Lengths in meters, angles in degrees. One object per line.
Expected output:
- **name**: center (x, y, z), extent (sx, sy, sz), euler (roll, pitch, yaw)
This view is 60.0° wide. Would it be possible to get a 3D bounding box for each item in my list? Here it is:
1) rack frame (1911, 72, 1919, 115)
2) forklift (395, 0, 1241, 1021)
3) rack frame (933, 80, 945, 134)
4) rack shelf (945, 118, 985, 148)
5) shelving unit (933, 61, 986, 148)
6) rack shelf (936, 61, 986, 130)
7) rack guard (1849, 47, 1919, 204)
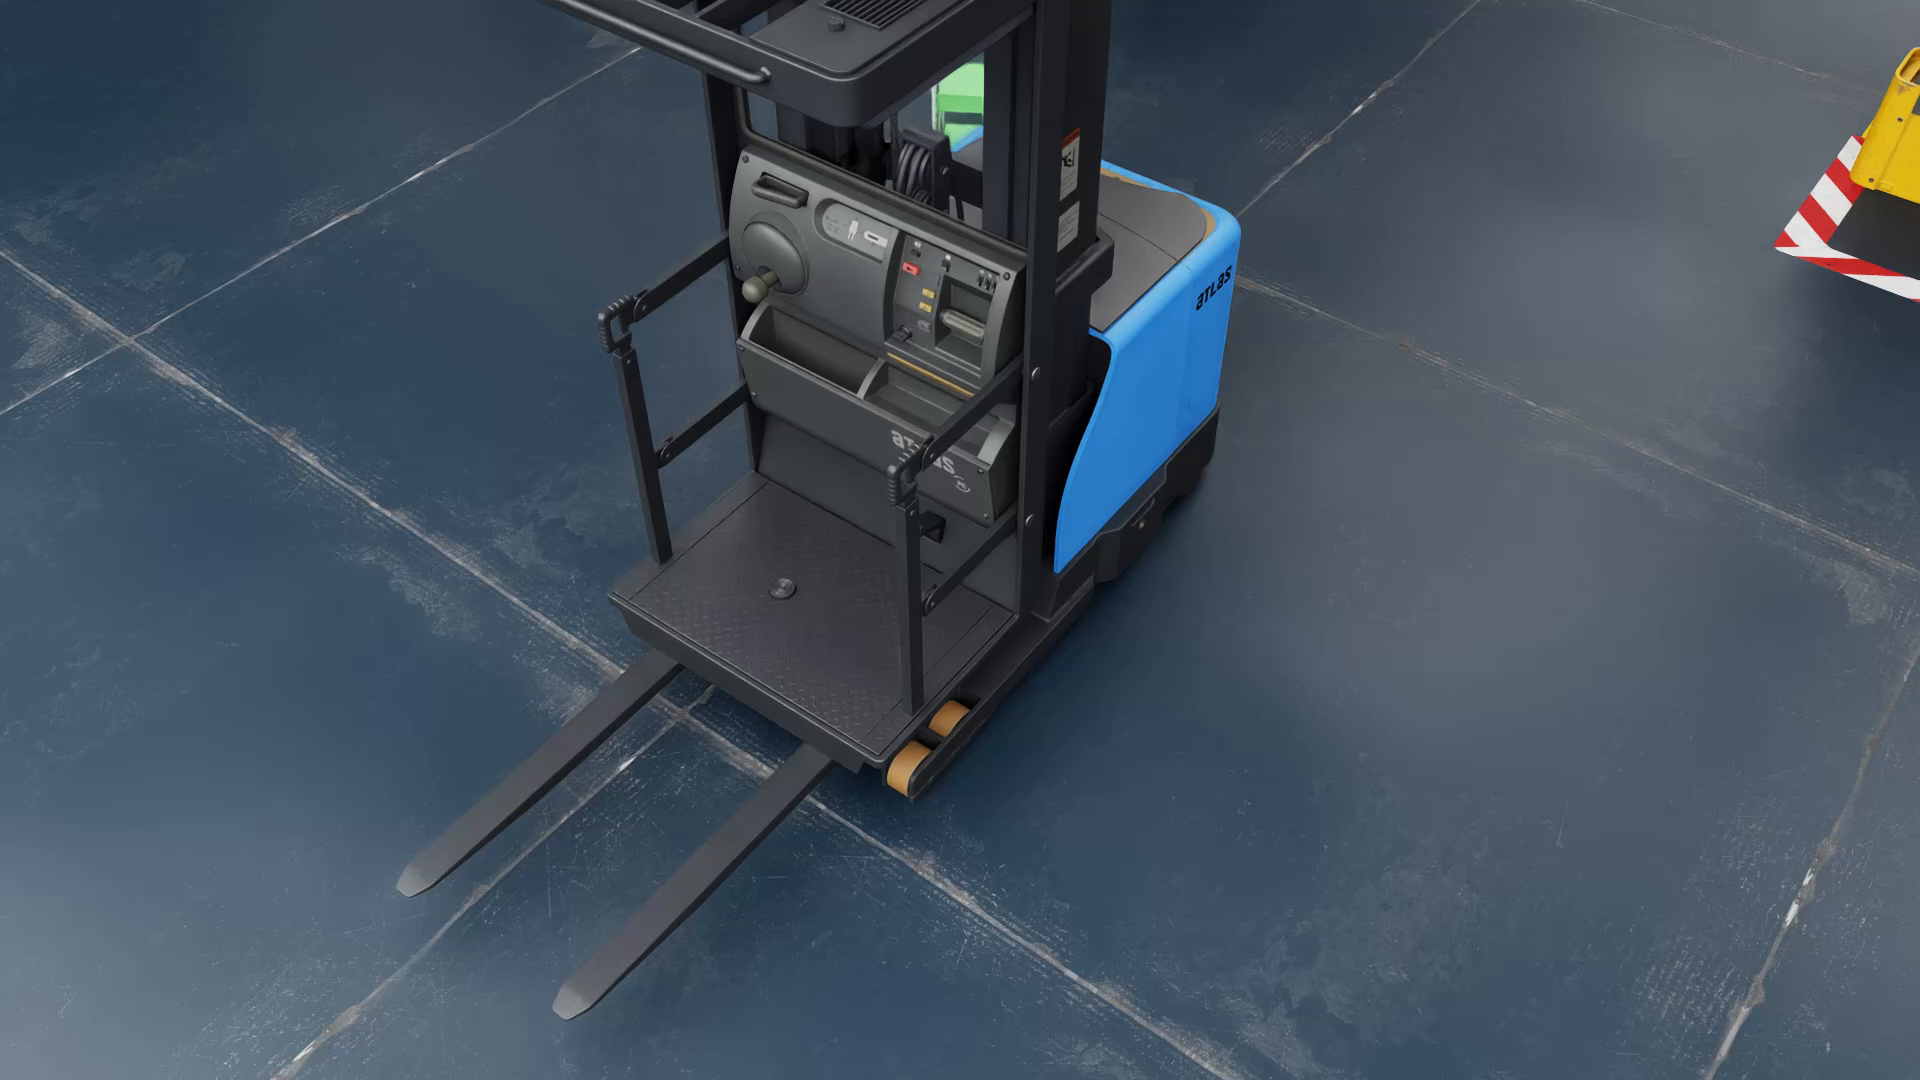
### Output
- **rack frame**: center (4.380, -2.402, 5.970), extent (1.000, 3.000, 0.127), euler (29, 53, 25)
- **forklift**: center (-0.374, -0.647, 4.341), extent (1.130, 2.935, 3.031), euler (28, 52, 24)
- **rack frame**: center (-0.075, -1.265, 6.119), extent (0.015, 1.200, 0.240), euler (5, 43, 4)
- **rack shelf**: center (0.169, -1.374, 5.980), extent (0.480, 0.148, 0.258), euler (5, 43, 4)
- **shelving unit**: center (0.168, -1.246, 6.101), extent (0.503, 1.200, 0.258), euler (5, 43, 4)
- **rack shelf**: center (0.171, -1.549, 5.816), extent (0.480, 0.148, 0.258), euler (5, 43, 4)
- **rack guard**: center (4.427, -1.582, 6.916), extent (1.175, 0.500, 0.348), euler (29, 53, 25)
